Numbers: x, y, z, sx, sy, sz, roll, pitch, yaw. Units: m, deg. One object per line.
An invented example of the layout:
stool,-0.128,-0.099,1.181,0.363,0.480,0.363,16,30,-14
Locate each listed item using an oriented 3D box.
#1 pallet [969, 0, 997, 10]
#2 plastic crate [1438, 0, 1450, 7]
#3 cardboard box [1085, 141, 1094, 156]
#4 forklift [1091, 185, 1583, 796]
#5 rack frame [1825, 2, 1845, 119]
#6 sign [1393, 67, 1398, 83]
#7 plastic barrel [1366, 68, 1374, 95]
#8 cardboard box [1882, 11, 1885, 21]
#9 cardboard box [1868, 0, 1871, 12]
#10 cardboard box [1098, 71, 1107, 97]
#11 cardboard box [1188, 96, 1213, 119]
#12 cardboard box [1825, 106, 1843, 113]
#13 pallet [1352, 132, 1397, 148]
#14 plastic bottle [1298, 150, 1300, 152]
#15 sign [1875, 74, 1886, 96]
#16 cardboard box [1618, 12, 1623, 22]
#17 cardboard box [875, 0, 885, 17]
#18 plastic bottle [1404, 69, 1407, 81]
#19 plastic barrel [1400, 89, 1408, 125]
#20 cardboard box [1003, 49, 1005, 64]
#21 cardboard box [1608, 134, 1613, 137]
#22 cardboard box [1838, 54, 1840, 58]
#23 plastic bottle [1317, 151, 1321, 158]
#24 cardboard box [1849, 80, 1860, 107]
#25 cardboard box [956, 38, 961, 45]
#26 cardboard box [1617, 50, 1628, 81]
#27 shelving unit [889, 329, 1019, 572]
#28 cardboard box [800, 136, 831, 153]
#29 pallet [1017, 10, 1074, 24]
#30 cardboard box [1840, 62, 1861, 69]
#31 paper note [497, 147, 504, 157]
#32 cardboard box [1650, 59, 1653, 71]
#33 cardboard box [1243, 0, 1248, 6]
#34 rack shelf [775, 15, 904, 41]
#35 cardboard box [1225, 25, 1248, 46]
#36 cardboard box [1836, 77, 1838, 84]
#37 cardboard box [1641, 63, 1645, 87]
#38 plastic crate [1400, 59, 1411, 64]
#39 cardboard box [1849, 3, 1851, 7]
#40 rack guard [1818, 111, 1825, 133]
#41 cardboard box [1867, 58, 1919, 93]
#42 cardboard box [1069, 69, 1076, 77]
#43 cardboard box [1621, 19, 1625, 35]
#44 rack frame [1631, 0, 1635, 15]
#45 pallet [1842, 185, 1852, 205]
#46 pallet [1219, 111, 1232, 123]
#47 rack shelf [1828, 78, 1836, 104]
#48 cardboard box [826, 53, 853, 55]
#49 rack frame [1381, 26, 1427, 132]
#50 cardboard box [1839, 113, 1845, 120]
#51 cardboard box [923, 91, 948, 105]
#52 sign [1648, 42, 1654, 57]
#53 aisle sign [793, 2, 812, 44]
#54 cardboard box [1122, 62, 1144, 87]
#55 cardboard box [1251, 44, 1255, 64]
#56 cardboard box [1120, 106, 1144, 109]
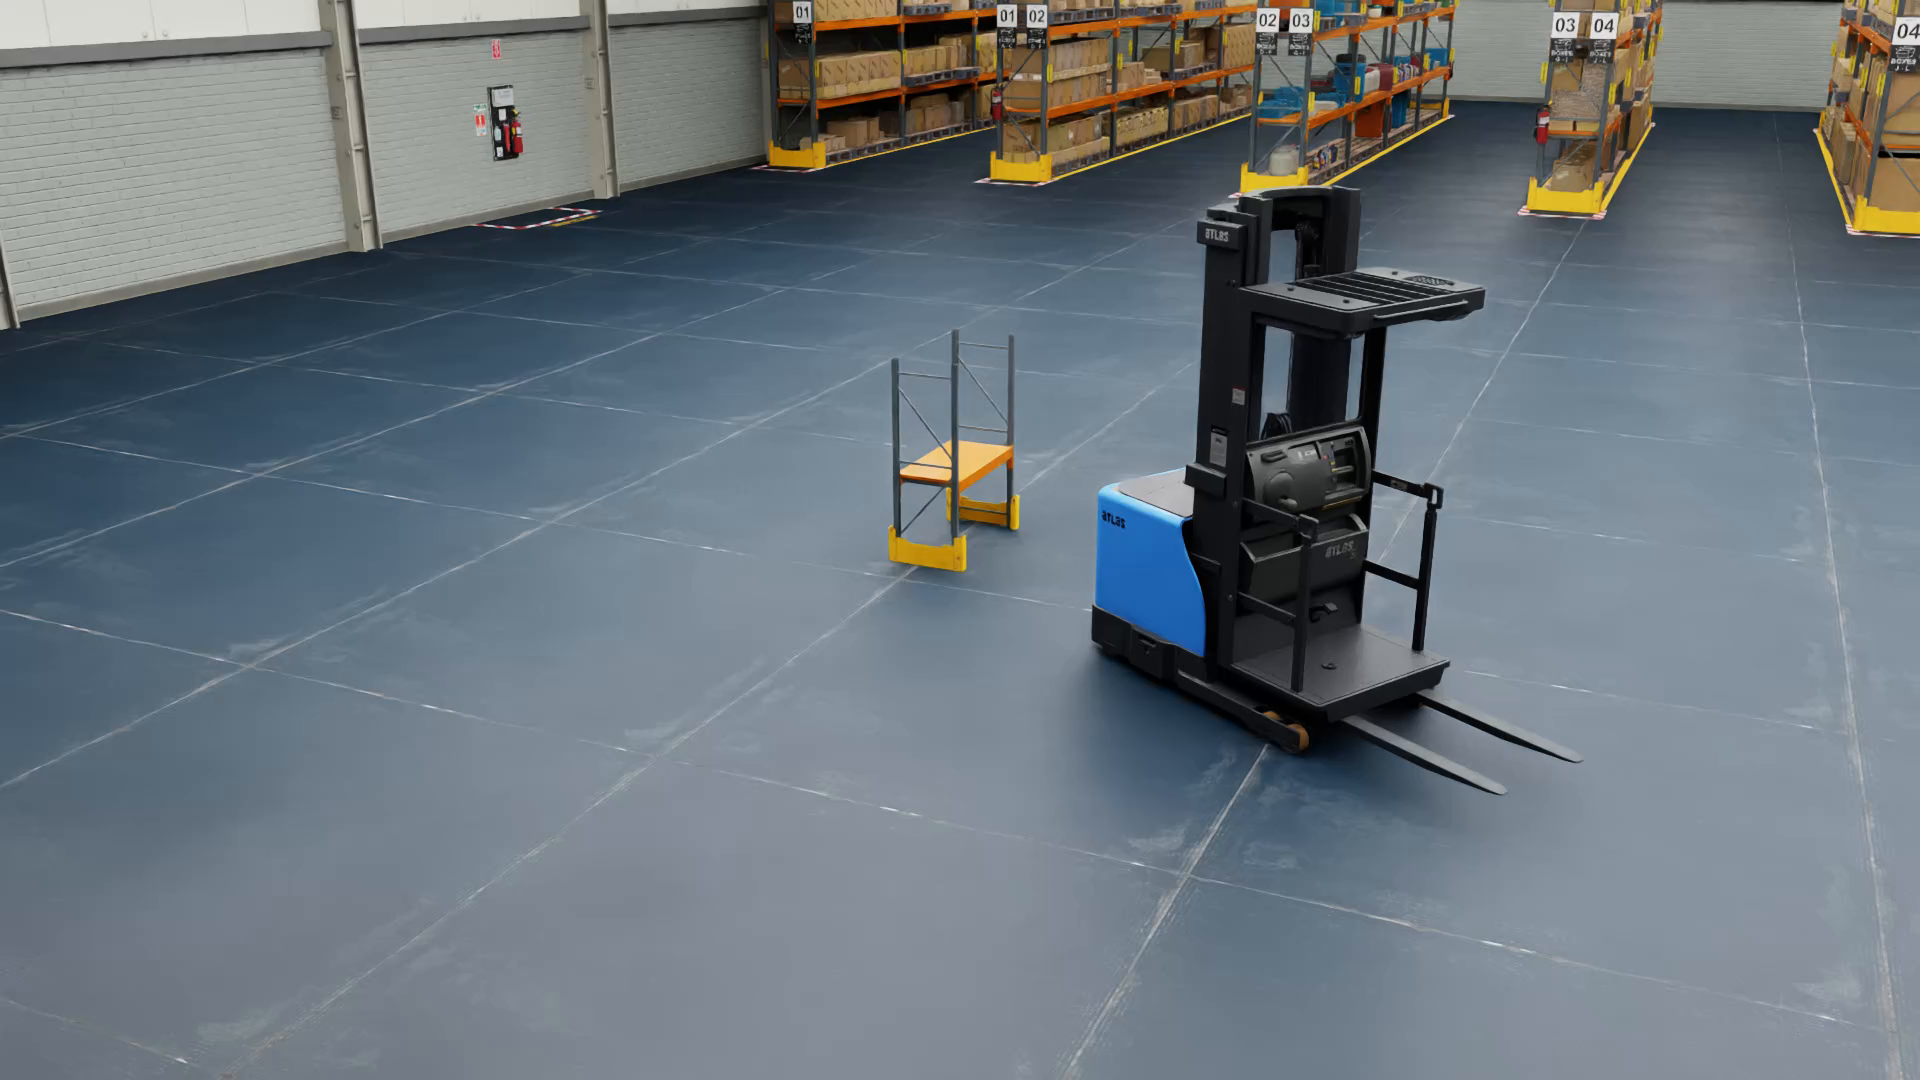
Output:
pallet,0.145,-13.008,40.374,1.213,0.211,1.003,10,22,25
plastic crate,12.100,-13.538,41.900,0.450,0.188,0.336,9,21,23
cardboard box,2.417,-8.002,33.970,0.500,0.250,0.500,9,21,23
forklift,2.088,-0.386,9.179,1.130,2.935,3.031,-13,23,-33
rack frame,21.246,-11.174,39.413,1.000,3.000,0.127,9,21,23
sign,9.472,-10.124,36.215,0.100,0.325,0.005,9,21,23
plastic barrel,8.399,-9.580,34.728,0.433,0.535,0.433,0,20,0
cardboard box,15.353,-8.592,27.274,0.380,0.149,0.250,9,21,23
cardboard box,17.473,-10.154,31.425,0.500,0.311,0.500,9,21,23
cardboard box,2.636,-9.489,34.524,0.700,0.500,0.500,8,21,21
cardboard box,5.937,-10.713,41.190,0.500,0.500,0.500,9,21,23
cardboard box,20.721,-10.196,39.402,0.380,0.149,0.250,8,21,20
pallet,9.252,-9.053,37.609,1.003,0.211,1.213,9,21,23
plastic bottle,6.515,-7.431,32.296,0.152,0.276,0.135,9,21,23
sign,14.205,-7.019,25.648,0.100,0.325,0.005,9,21,23
cardboard box,10.729,-8.644,27.449,0.380,0.149,0.250,9,21,24
cardboard box,-1.909,-11.385,35.350,0.500,0.500,0.500,7,21,18
plastic bottle,10.233,-10.742,38.381,0.152,0.276,0.135,9,21,23
plastic barrel,10.367,-10.388,39.707,0.600,0.901,0.708,9,21,23
cardboard box,0.789,-12.100,41.392,0.500,0.500,0.500,8,21,22
cardboard box,12.561,-7.746,32.847,0.700,0.500,0.500,7,21,18
cardboard box,19.967,-10.636,37.306,0.500,0.500,0.500,8,21,22
plastic bottle,6.951,-7.396,32.186,0.061,0.283,0.133,9,21,23
cardboard box,17.334,-8.520,31.800,0.500,0.500,0.500,8,21,22
cardboard box,-0.185,-11.930,39.763,0.380,0.149,0.250,6,20,16
cardboard box,11.712,-8.548,29.942,0.500,0.500,0.500,9,21,23
shelving unit,-0.031,-0.683,12.152,0.587,1.500,1.083,9,21,23
cardboard box,-2.981,-8.173,34.331,0.500,0.311,0.500,6,20,17
pallet,1.487,-9.939,31.596,1.003,0.211,1.213,9,21,23
cardboard box,18.391,-9.776,34.341,0.380,0.149,0.250,9,22,24
paper note,-7.488,-6.322,27.085,0.016,0.148,0.142,9,21,23
cardboard box,16.180,-11.300,39.548,0.500,0.250,0.500,9,21,23
cardboard box,7.129,-13.939,42.934,0.500,0.250,0.500,9,21,23
rack shelf,-2.528,-10.720,34.731,1.077,0.370,4.000,9,21,23
cardboard box,7.170,-13.120,43.243,0.500,0.500,0.500,9,22,24
cardboard box,18.497,-9.574,34.661,0.380,0.149,0.250,8,21,22
cardboard box,14.765,-10.219,36.577,0.500,0.500,0.500,8,21,22
plastic crate,11.180,-11.990,41.868,0.416,0.233,0.300,9,21,23
cardboard box,19.778,-11.632,36.448,0.500,0.250,0.500,8,21,23
rack guard,21.215,-9.974,39.767,1.175,0.500,0.348,9,21,23
cardboard box,16.150,-7.978,28.589,0.875,0.550,0.550,9,21,23
cardboard box,2.057,-9.192,32.723,0.380,0.149,0.250,8,21,22
cardboard box,11.055,-8.759,28.368,0.500,0.250,0.500,8,21,22
rack frame,11.848,-11.044,30.094,1.000,3.000,0.127,9,21,23
pallet,15.949,-5.971,28.942,1.003,0.211,1.213,9,21,23
pallet,6.370,-10.919,42.858,1.003,0.211,1.213,9,21,23
rack shelf,20.427,-10.224,37.815,1.077,0.370,4.000,9,21,23
cardboard box,-2.516,-10.124,35.536,0.500,0.500,0.500,9,22,24
rack frame,10.606,-11.343,39.887,1.000,3.000,0.127,9,21,23
cardboard box,18.430,-8.656,34.318,0.500,0.250,0.500,9,22,24
cardboard box,-0.609,-10.469,39.385,0.500,0.250,0.500,9,21,24
sign,15.623,-11.100,37.594,0.100,0.325,0.005,9,21,23
aisle sign,-3.102,-10.195,32.781,0.394,0.787,0.004,9,21,23
cardboard box,3.778,-10.333,36.897,0.500,0.500,0.500,7,21,20
cardboard box,7.582,-12.960,44.285,0.500,0.500,0.500,9,21,23
cardboard box,3.968,-9.848,38.322,0.500,0.311,0.500,9,22,25
